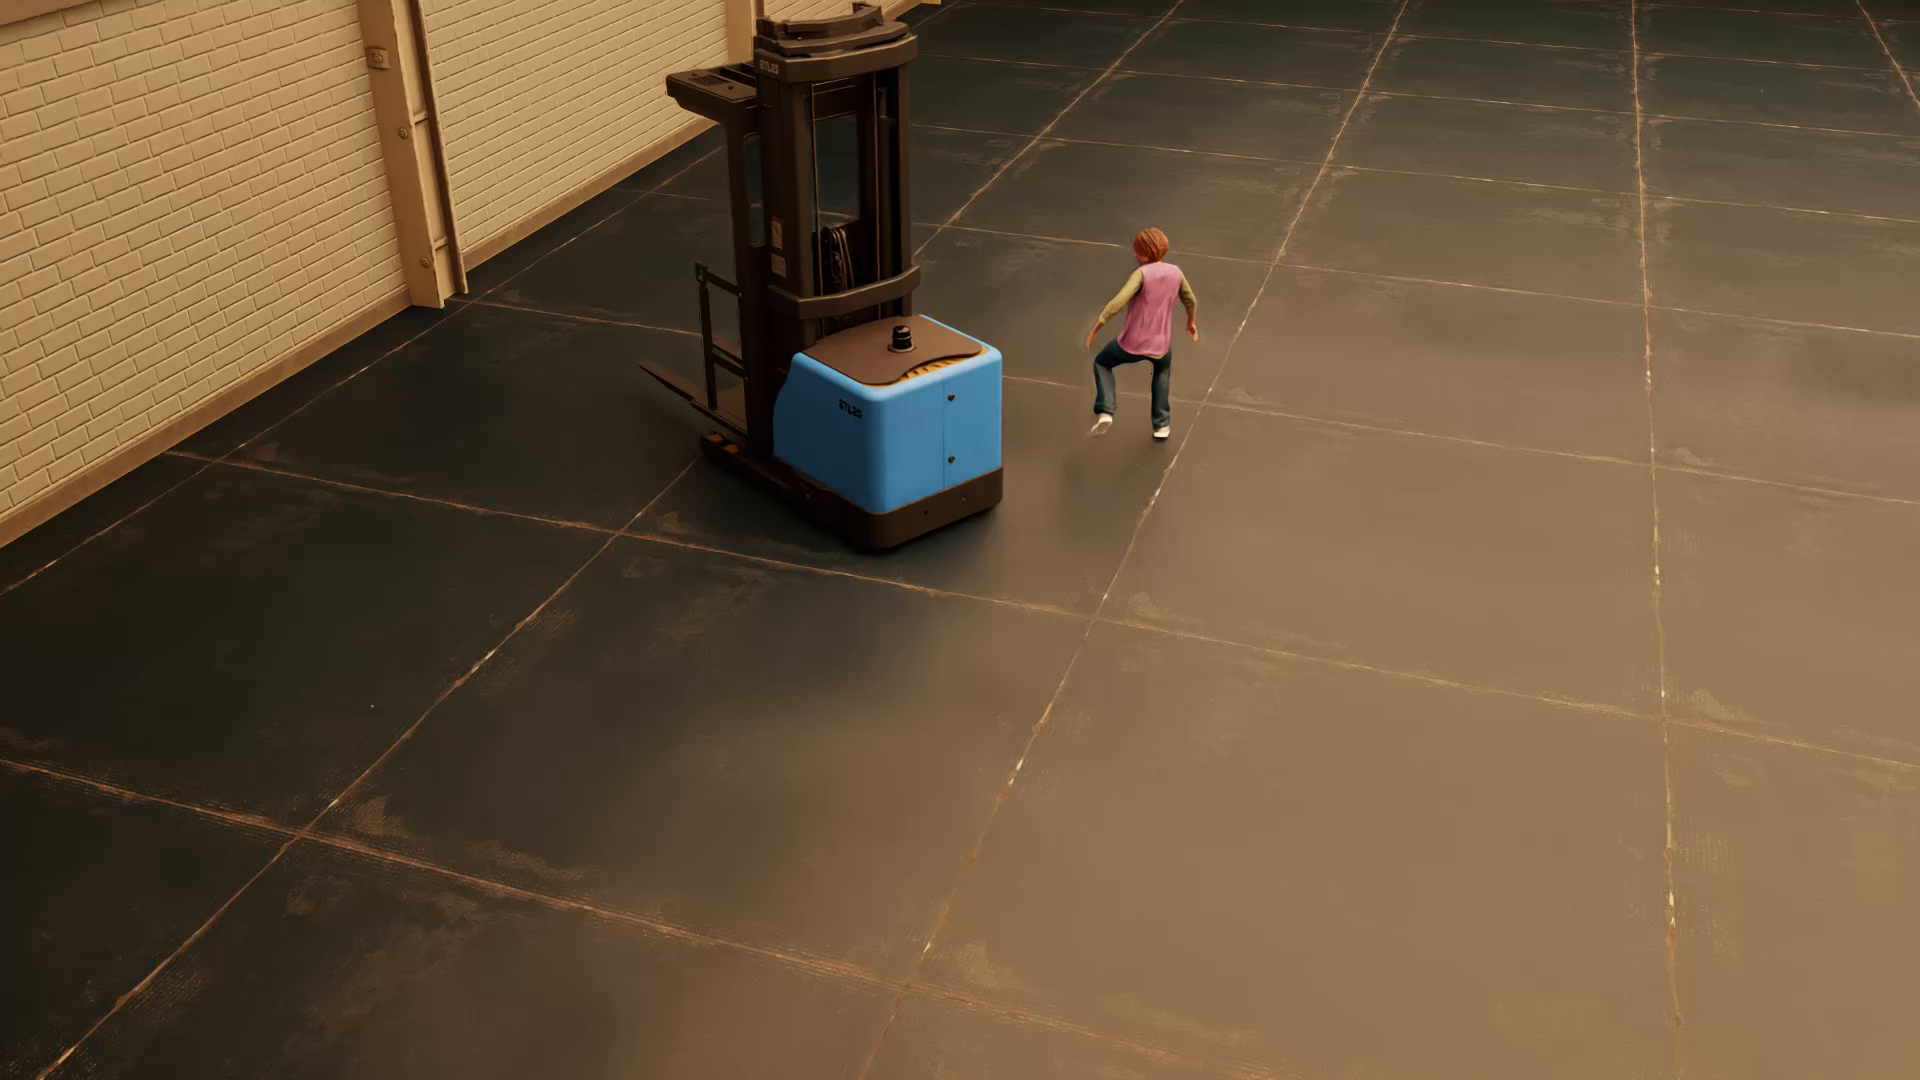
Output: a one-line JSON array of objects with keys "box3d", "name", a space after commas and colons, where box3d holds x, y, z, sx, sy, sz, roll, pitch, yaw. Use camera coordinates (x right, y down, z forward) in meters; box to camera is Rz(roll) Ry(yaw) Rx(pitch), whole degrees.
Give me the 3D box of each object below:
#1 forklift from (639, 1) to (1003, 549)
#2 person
[{"box3d": [-1.065, -1.875, 10.426, 1.130, 2.935, 3.031, -23, 37, -34], "name": "forklift"}, {"box3d": [1.212, -1.331, 10.980, 0.845, 1.485, 0.456, -6, 30, -11], "name": "person"}]
